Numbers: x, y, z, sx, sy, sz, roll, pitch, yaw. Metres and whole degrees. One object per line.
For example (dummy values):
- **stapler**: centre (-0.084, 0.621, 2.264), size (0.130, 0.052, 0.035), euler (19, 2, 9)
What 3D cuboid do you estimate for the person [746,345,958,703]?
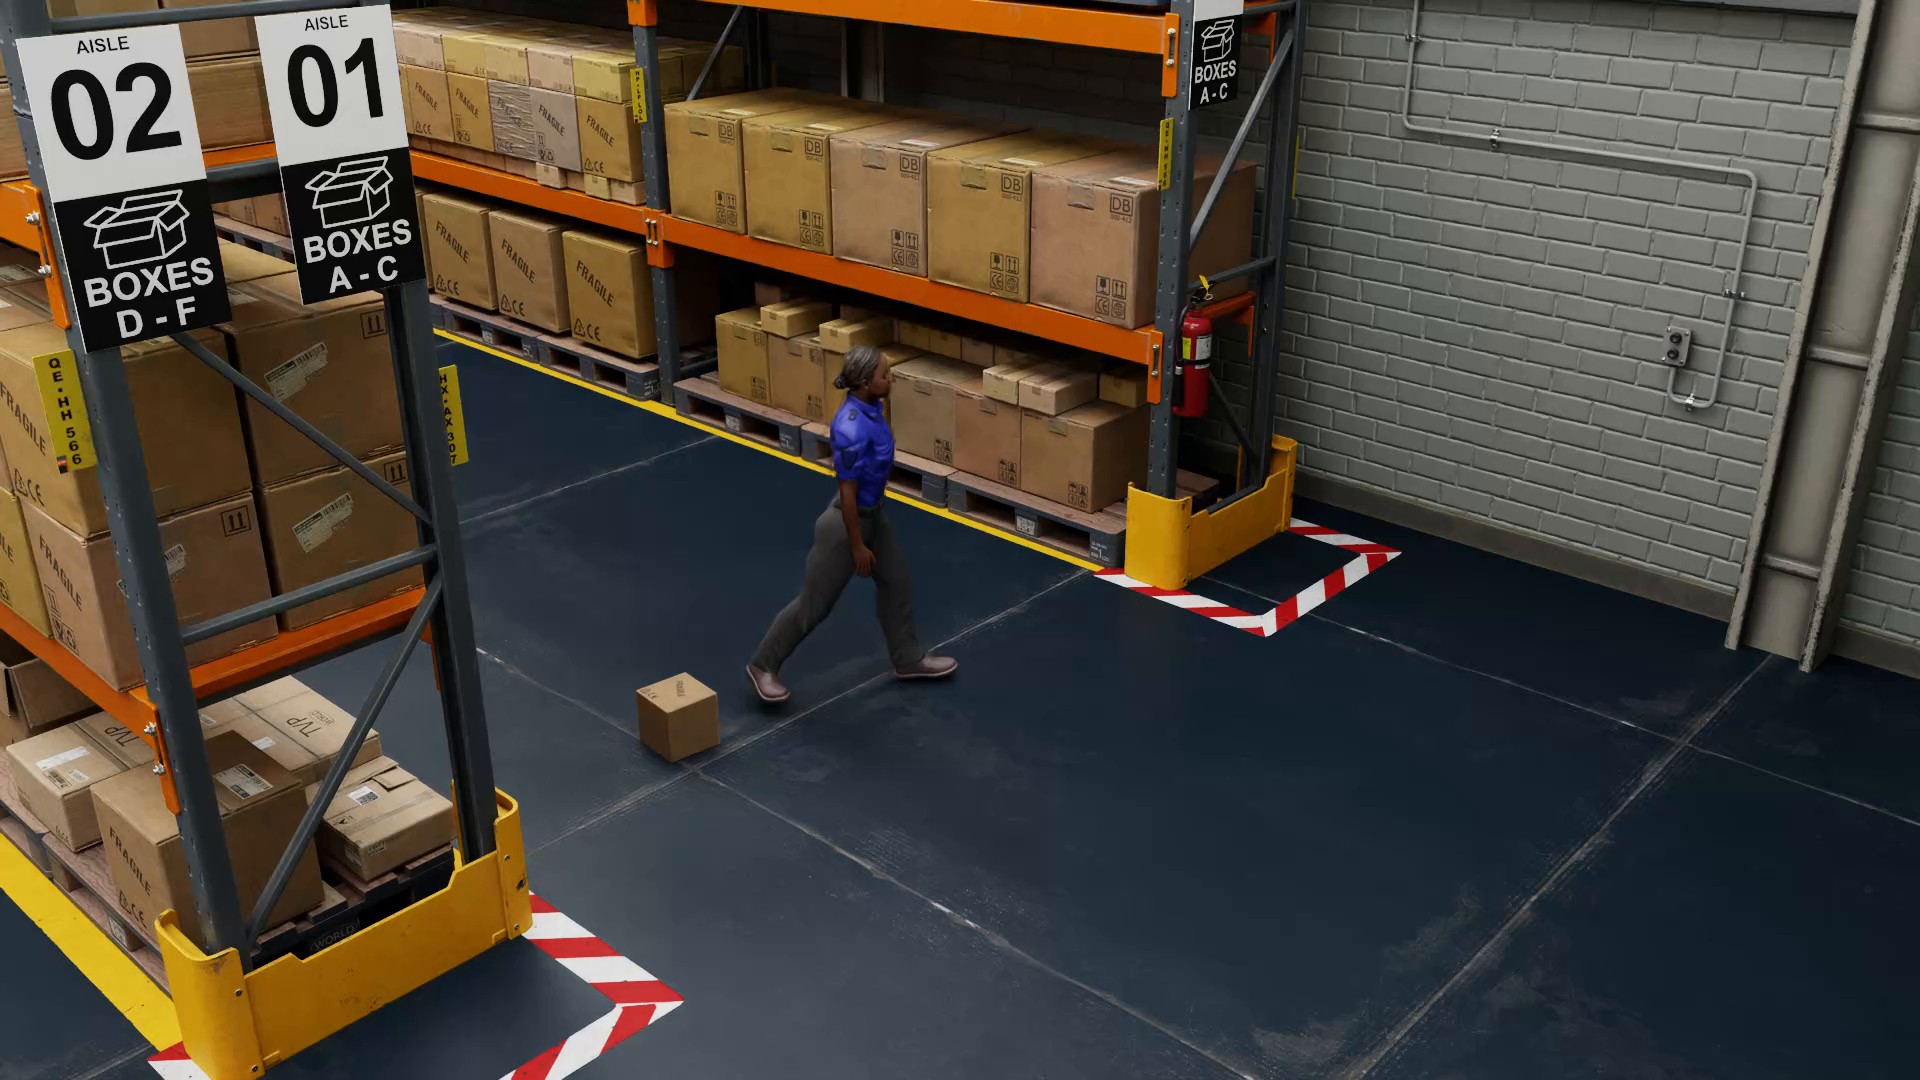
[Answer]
- **person**: centre (-0.499, -0.056, 7.234), size (0.918, 1.624, 0.544), euler (4, 24, 9)
